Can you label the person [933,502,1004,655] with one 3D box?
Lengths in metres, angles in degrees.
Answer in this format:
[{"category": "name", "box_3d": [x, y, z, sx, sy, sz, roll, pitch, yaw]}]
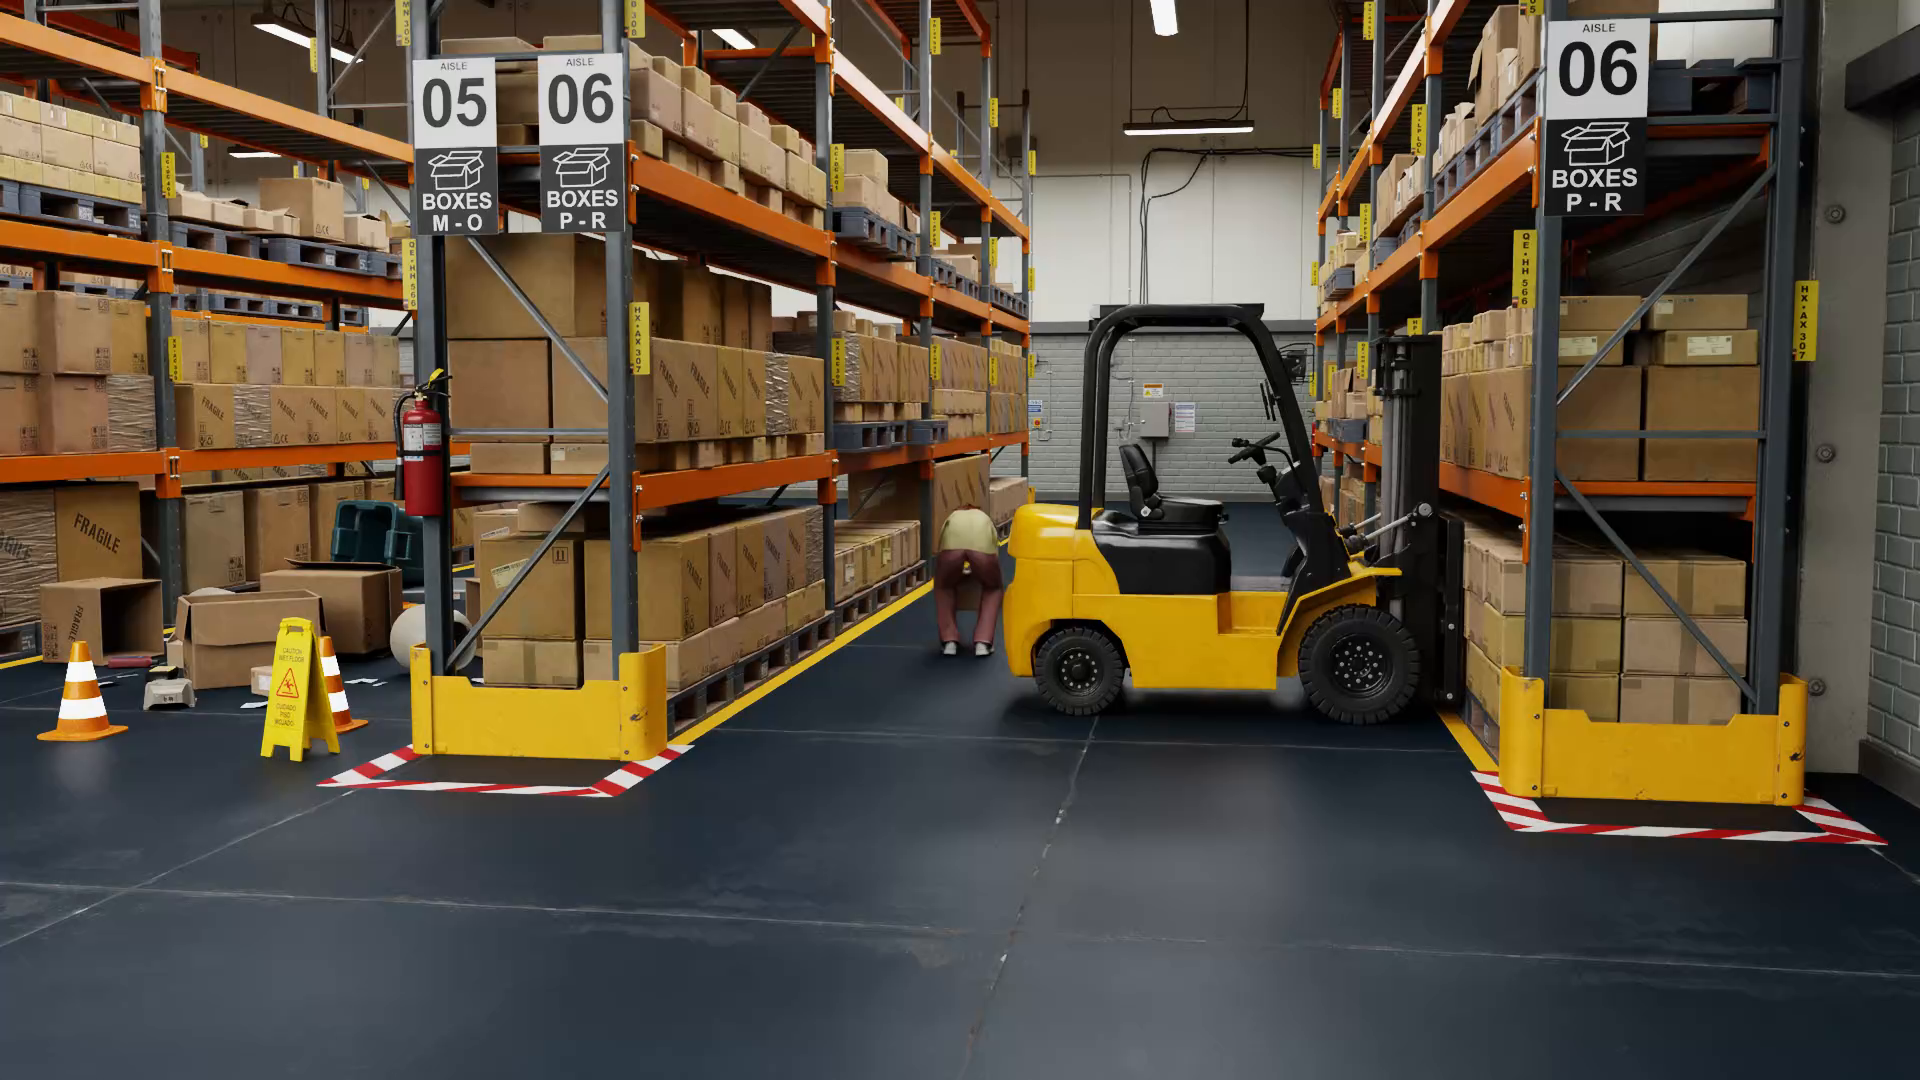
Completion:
[{"category": "person", "box_3d": [0.058, 0.245, 11.118, 0.471, 0.987, 0.868, 0, 5, 3]}]
